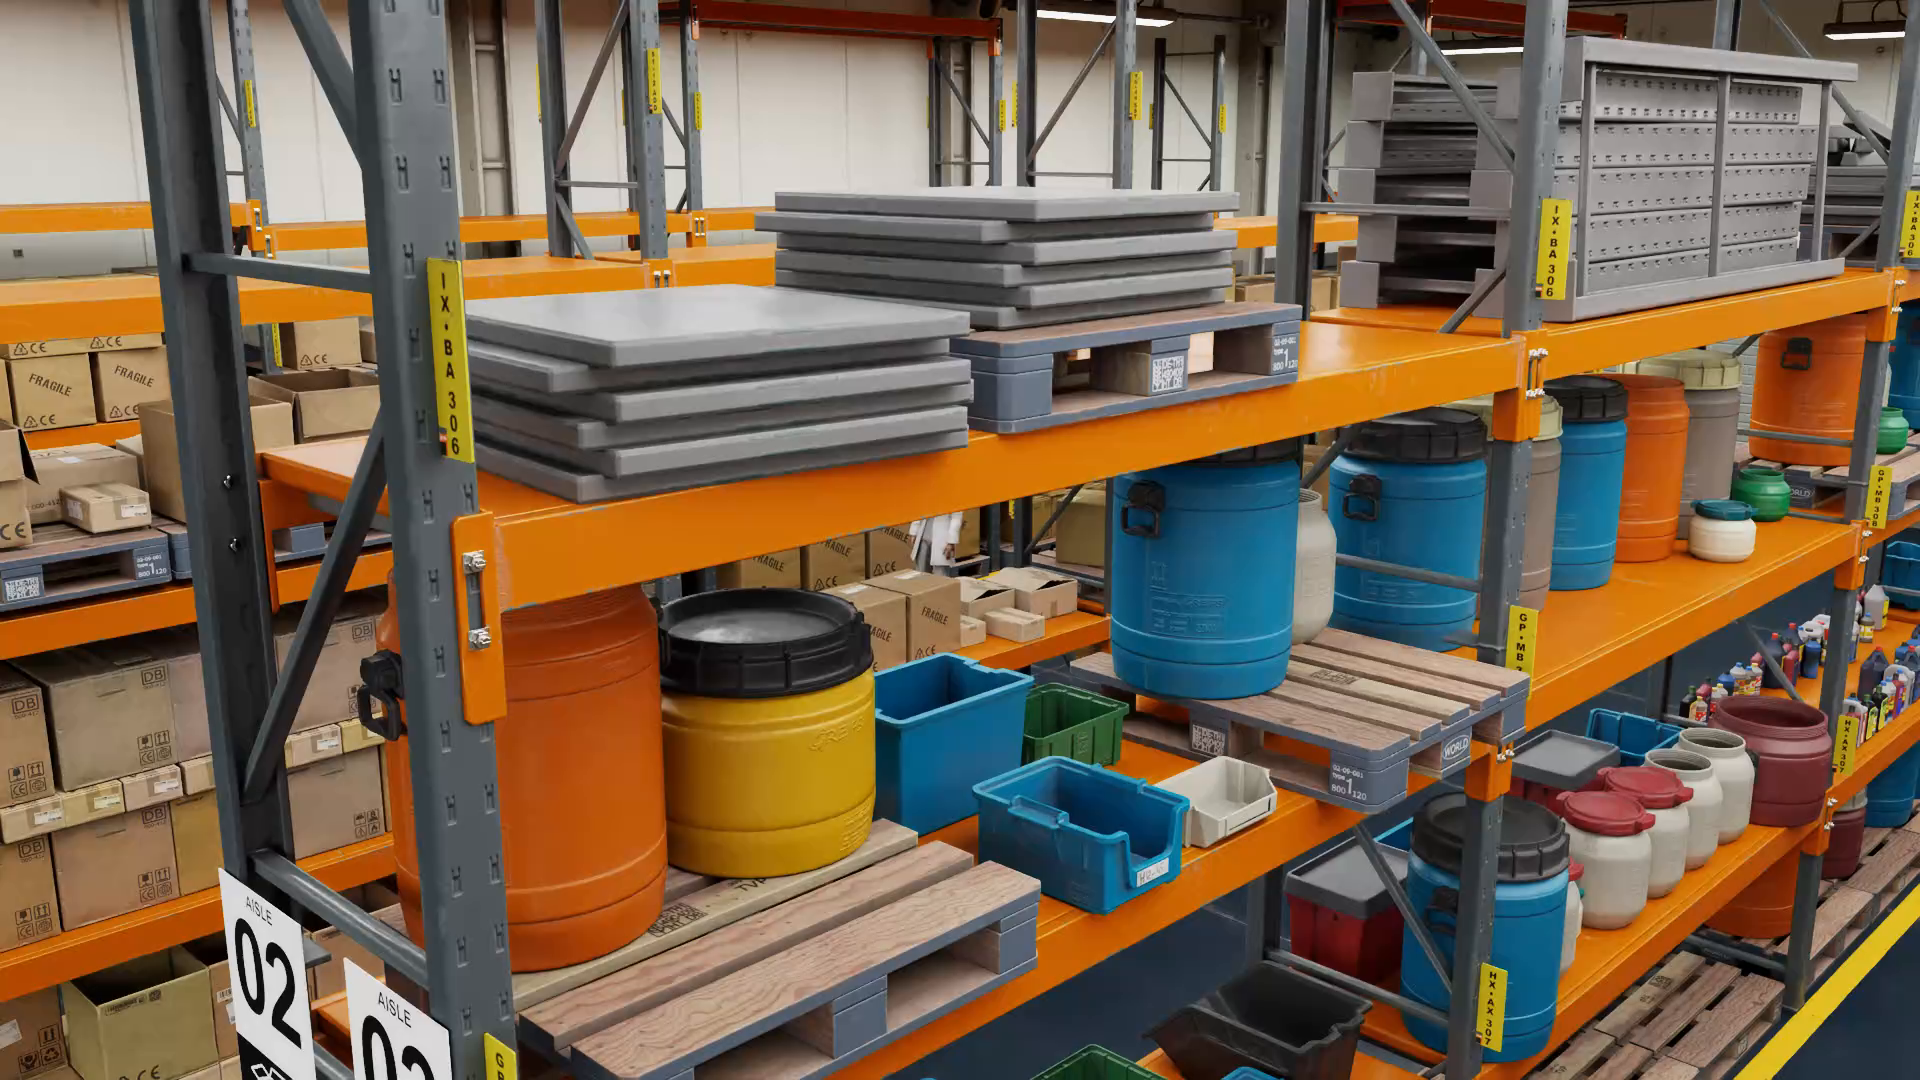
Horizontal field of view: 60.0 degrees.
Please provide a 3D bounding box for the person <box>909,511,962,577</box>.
[{"bbox_3d":[-0.253,0.004,16.508,0.642,1.774,0.420,13,18,42],"label":"person"}]
